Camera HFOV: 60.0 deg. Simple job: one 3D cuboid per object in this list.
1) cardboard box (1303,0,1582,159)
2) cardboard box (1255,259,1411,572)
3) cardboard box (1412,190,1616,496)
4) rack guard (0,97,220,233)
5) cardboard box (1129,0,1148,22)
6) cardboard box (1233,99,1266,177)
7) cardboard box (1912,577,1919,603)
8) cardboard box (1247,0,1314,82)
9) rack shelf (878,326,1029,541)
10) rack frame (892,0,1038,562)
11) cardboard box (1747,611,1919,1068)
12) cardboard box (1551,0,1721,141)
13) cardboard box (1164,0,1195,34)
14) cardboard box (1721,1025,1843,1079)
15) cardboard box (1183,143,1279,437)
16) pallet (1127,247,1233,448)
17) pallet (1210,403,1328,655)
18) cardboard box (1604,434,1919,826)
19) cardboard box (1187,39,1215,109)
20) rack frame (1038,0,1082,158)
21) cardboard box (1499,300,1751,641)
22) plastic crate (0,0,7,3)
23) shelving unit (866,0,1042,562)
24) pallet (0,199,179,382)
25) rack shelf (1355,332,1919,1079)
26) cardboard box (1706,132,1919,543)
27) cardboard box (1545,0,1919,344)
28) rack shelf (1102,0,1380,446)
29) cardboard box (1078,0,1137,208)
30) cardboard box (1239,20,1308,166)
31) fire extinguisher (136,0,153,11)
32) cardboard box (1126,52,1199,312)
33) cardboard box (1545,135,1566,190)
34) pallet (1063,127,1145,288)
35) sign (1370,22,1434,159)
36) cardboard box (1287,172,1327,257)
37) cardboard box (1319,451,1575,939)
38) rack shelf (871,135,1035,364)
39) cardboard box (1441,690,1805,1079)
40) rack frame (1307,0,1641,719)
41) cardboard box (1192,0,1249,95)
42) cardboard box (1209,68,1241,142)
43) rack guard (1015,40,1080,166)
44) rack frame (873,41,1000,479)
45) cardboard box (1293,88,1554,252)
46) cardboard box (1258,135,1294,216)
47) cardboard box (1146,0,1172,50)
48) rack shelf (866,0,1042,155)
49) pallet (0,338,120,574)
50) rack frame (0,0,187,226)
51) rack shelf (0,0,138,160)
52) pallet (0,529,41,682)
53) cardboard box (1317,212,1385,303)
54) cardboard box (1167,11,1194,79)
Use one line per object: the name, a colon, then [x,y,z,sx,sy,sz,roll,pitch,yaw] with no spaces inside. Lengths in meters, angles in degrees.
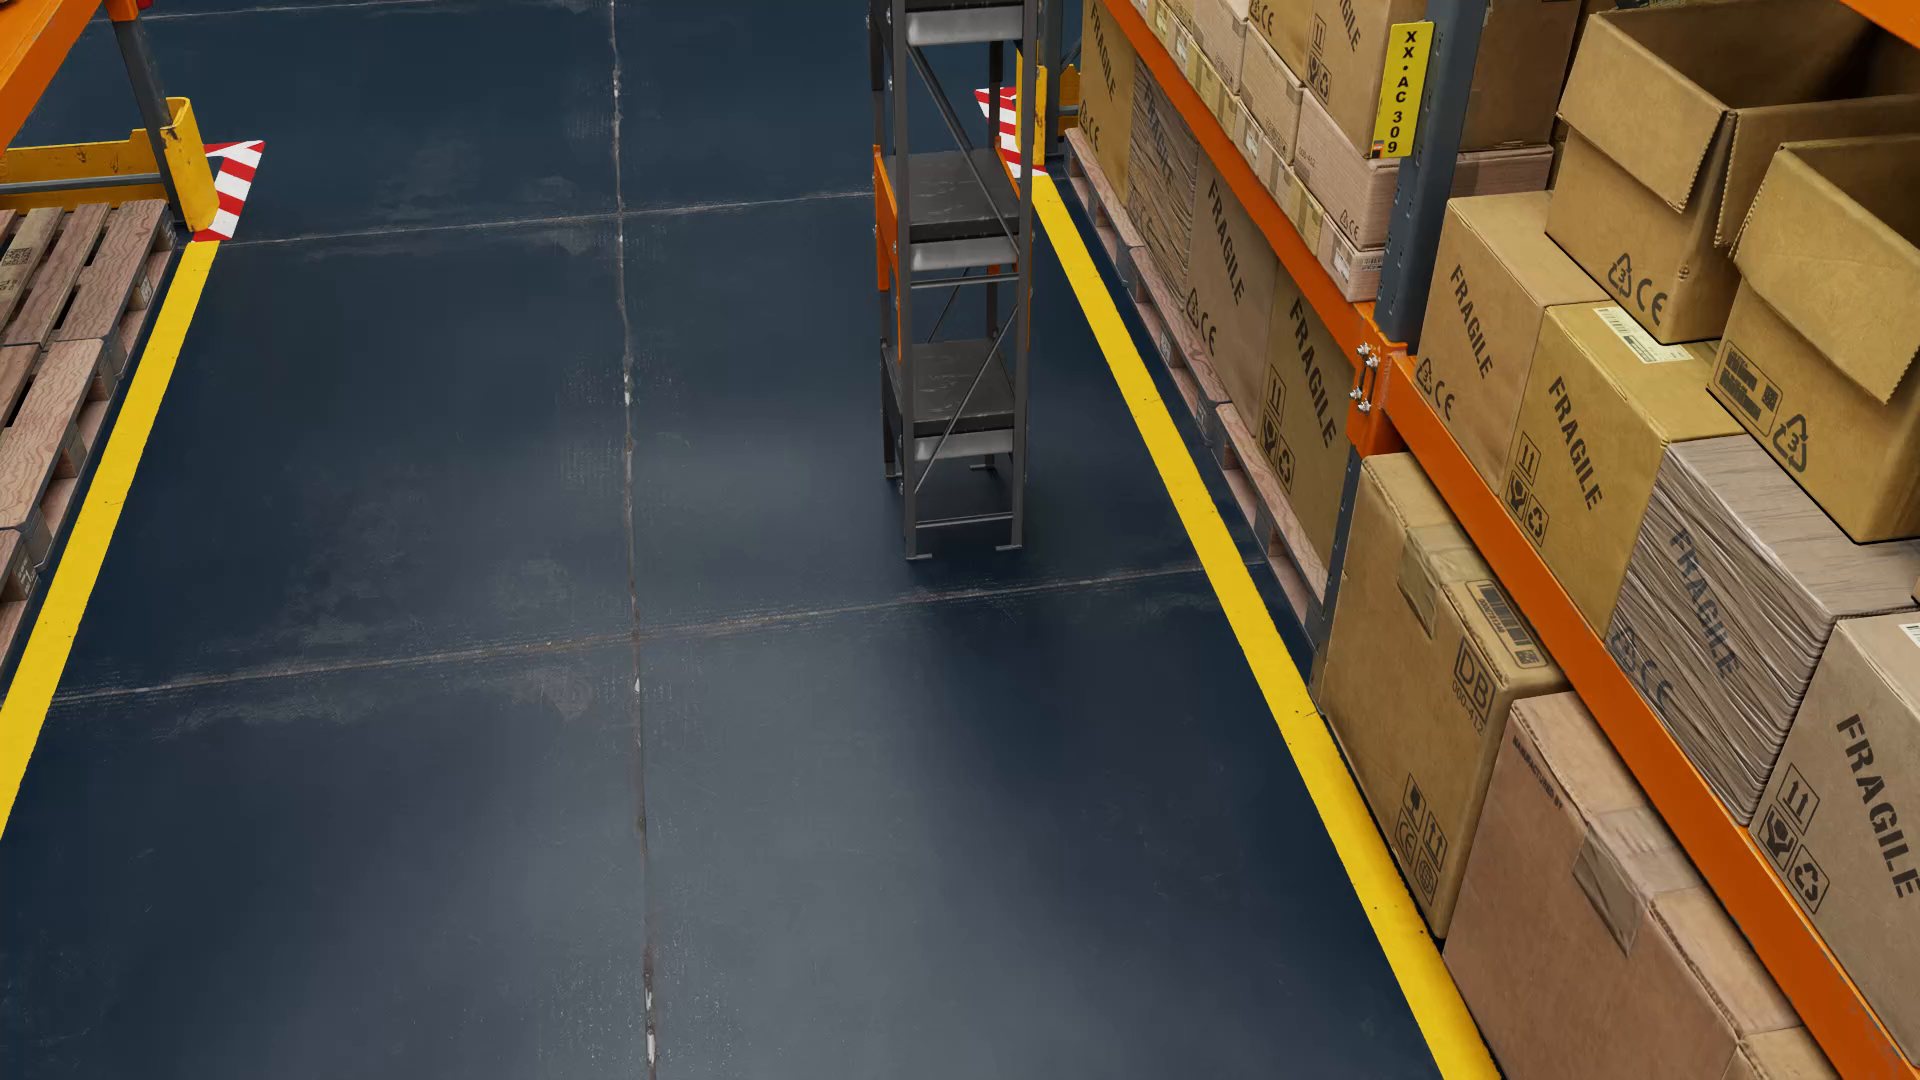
cardboard box: [1.233,-1.337,4.294,0.500,0.500,0.500,-5,38,-7]
cardboard box: [1.540,-0.468,5.296,0.875,0.875,0.875,-6,38,-8]
cardboard box: [1.411,-0.468,3.826,0.500,0.500,0.500,-6,38,-8]
rack guard: [-4.018,-1.643,7.457,1.175,0.500,0.348,-6,38,-8]
cardboard box: [0.840,-2.024,6.115,0.380,0.149,0.250,-7,38,-8]
cardboard box: [1.065,-1.249,5.118,0.380,0.149,0.250,-6,38,-7]
cardboard box: [1.930,0.005,2.399,0.797,0.503,0.637,-5,38,-6]
cardboard box: [1.149,-1.640,4.684,0.500,0.500,0.500,-6,38,-7]
rack shelf: [-0.029,-0.366,5.672,0.431,0.518,0.480,-6,38,-8]
rack frame: [0.014,-0.782,5.045,0.400,2.100,0.015,-6,38,-8]
cardboard box: [1.683,0.449,2.646,0.500,0.500,0.500,-6,38,-7]
cardboard box: [1.744,-1.405,4.382,0.500,0.500,0.500,-6,38,-8]
cardboard box: [0.972,-1.957,5.704,0.500,0.250,0.500,-7,38,-9]
cardboard box: [2.029,1.397,2.896,1.225,0.875,0.875,-6,38,-8]
cardboard box: [1.382,-1.011,5.996,0.875,0.875,0.875,-6,38,-8]
pallet: [1.303,-0.839,6.657,1.003,0.211,1.213,-6,38,-8]
pallet: [1.520,-0.100,5.707,1.003,0.211,1.213,-6,38,-8]
cardboard box: [1.587,0.138,3.046,0.500,0.500,0.500,-7,38,-9]
cardboard box: [0.975,-1.559,5.517,0.380,0.149,0.250,-7,38,-9]
rack frame: [0.875,-3.150,7.359,1.000,3.000,0.127,-6,38,-8]
cardboard box: [1.500,-0.165,3.436,0.500,0.500,0.500,-6,38,-8]
plastic crate: [-3.680,-2.063,6.127,0.396,0.136,0.243,-6,38,-8]
shelving unit: [-0.029,-0.929,5.235,0.431,2.100,0.503,-6,38,-8]
pallet: [-3.895,-1.013,6.882,1.003,0.211,1.213,-6,38,-8]
rack shelf: [1.927,0.759,2.915,1.077,0.370,4.000,-6,38,-8]
cardboard box: [1.805,-0.369,2.880,0.797,0.503,0.637,-6,38,-7]
cardboard box: [1.697,-0.784,3.415,0.797,0.503,0.637,-7,38,-9]
rack shelf: [1.226,-1.657,6.025,1.077,0.370,4.000,-6,38,-8]
cardboard box: [1.066,-2.098,7.396,0.875,0.875,0.875,-6,38,-8]
cardboard box: [1.148,-1.343,4.913,0.500,0.250,0.500,-5,38,-7]
fire extinguisher: [-3.580,-2.579,6.992,0.296,0.674,0.183,-6,38,-8]
cardboard box: [1.226,-1.549,6.688,0.875,0.875,0.875,-6,38,-8]
cardboard box: [1.752,-1.104,4.606,0.500,0.250,0.500,-7,38,-9]
pallet: [1.092,-1.574,7.604,1.003,0.211,1.213,-6,38,-8]
sign: [1.030,-1.046,3.881,0.100,0.325,0.005,-6,38,-8]
cardboard box: [1.155,-0.939,4.719,0.380,0.149,0.250,-6,38,-7]
cardboard box: [1.708,0.324,4.277,1.225,0.875,0.875,-6,38,-8]
rack shelf: [-0.029,-0.918,5.243,0.431,0.518,0.480,-6,38,-8]
cardboard box: [1.866,0.864,3.583,1.225,0.875,0.875,-7,38,-10]
rack frame: [1.576,-0.734,4.249,1.000,3.000,0.127,-6,38,-8]
cardboard box: [1.058,-1.651,5.310,0.500,0.250,0.500,-5,38,-7]
cardboard box: [1.020,-1.405,5.318,0.380,0.149,0.250,-6,38,-7]
rack guard: [0.871,-2.177,8.145,1.175,0.500,0.348,-6,38,-8]
rack frame: [-0.072,-1.077,5.424,0.400,2.100,0.015,-6,38,-8]
cardboard box: [1.241,-1.030,4.511,0.500,0.250,0.500,-7,38,-9]
cardboard box: [1.110,-1.094,4.918,0.380,0.149,0.250,-7,38,-9]
cardboard box: [0.884,-1.872,5.919,0.380,0.149,0.250,-7,38,-9]
rack shelf: [-0.029,-1.471,4.813,0.431,0.518,0.480,-6,38,-8]
pallet: [-3.684,-0.278,5.936,1.003,0.211,1.213,-6,38,-8]
rack frame: [-4.001,-2.617,6.673,1.000,3.000,0.127,-6,38,-8]
rack shelf: [-3.650,-1.125,5.339,1.077,0.370,4.000,-6,38,-8]
pallet: [-3.467,0.460,4.985,1.003,0.211,1.213,-6,38,-8]
cardboard box: [1.201,-0.783,4.518,0.380,0.149,0.250,-6,38,-8]
cardboard box: [0.931,-1.713,5.715,0.380,0.149,0.250,-6,38,-7]
